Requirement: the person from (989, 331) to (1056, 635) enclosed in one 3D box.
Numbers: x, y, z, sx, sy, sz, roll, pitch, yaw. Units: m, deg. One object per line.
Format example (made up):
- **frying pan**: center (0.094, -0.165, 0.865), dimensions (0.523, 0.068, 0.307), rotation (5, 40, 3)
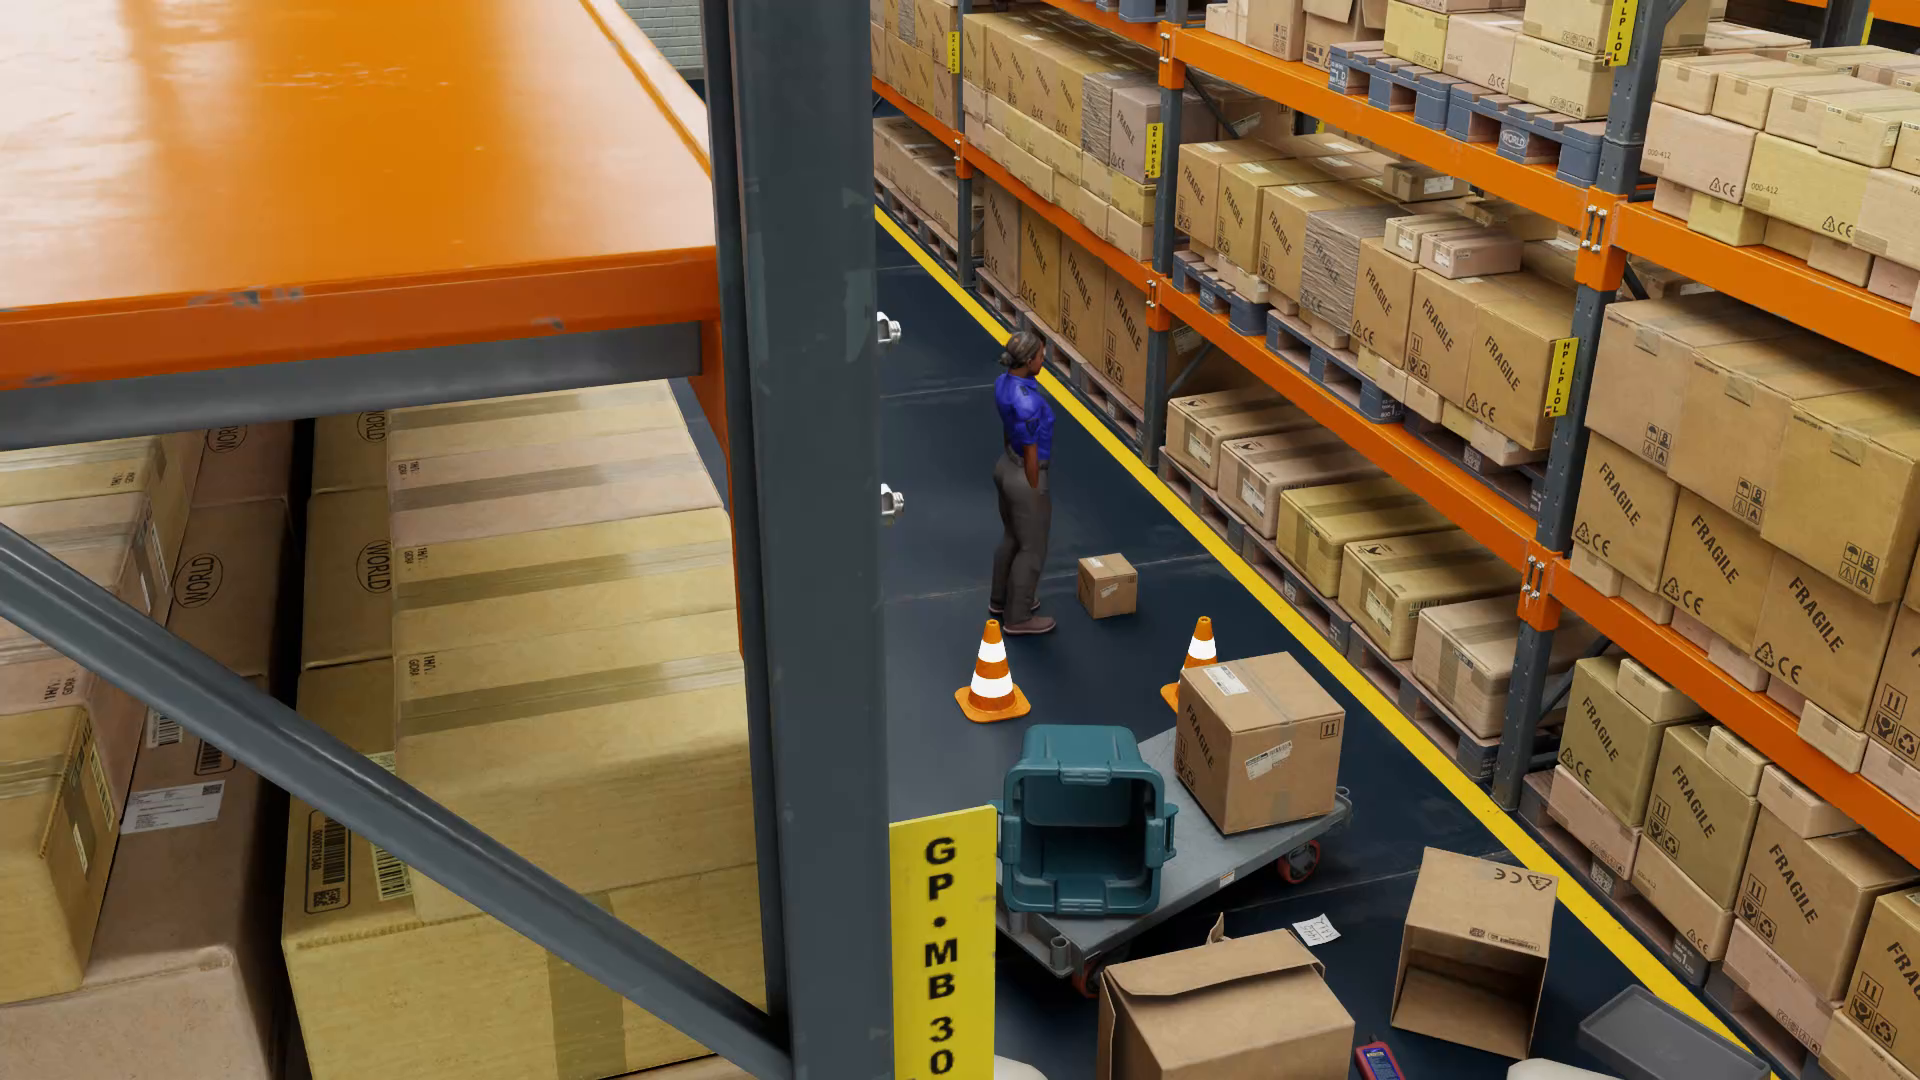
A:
- **person**: center (0.332, -0.312, 8.753), dimensions (0.299, 1.656, 0.438), rotation (-8, 27, -15)
